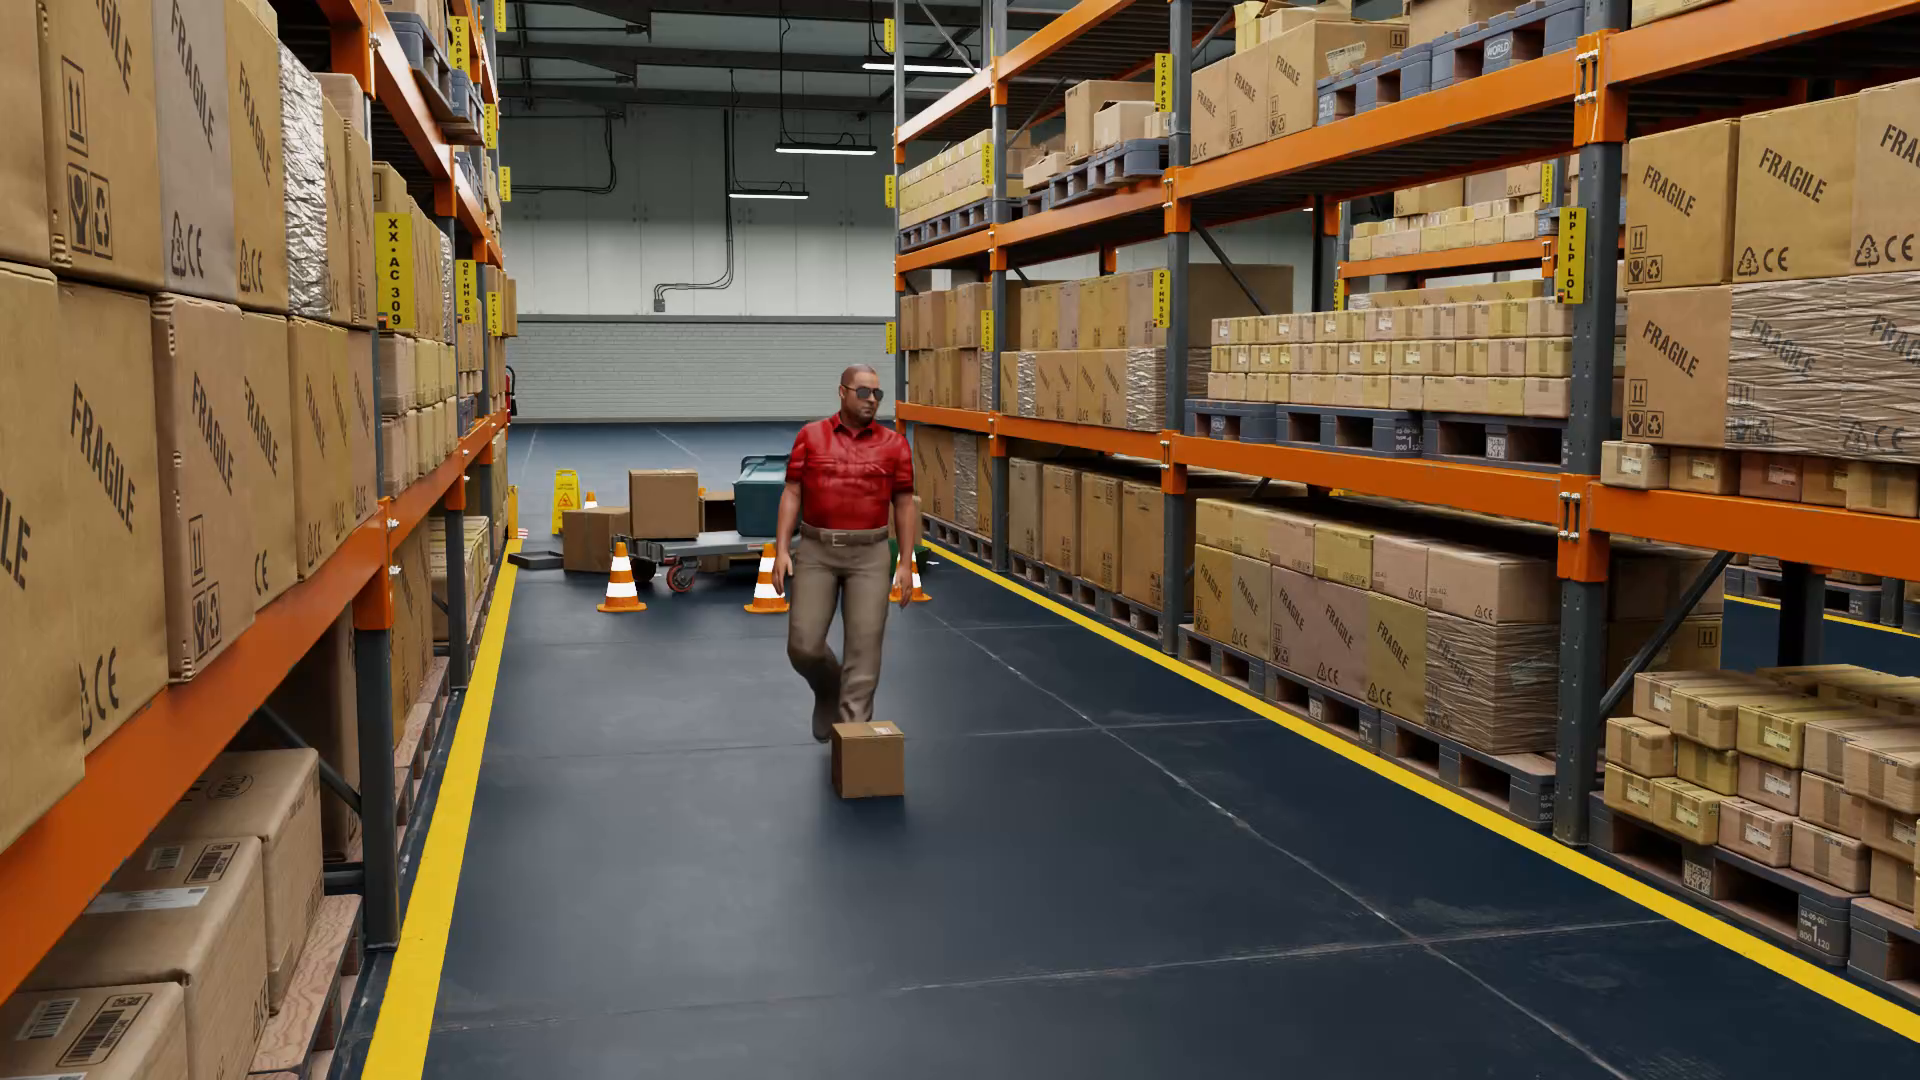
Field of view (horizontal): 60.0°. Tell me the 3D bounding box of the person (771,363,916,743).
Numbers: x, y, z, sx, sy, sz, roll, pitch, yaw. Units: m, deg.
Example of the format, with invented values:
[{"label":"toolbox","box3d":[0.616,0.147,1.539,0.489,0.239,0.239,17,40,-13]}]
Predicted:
[{"label":"person","box3d":[-0.488,0.108,7.031,0.618,1.702,0.757,0,6,-5]}]
